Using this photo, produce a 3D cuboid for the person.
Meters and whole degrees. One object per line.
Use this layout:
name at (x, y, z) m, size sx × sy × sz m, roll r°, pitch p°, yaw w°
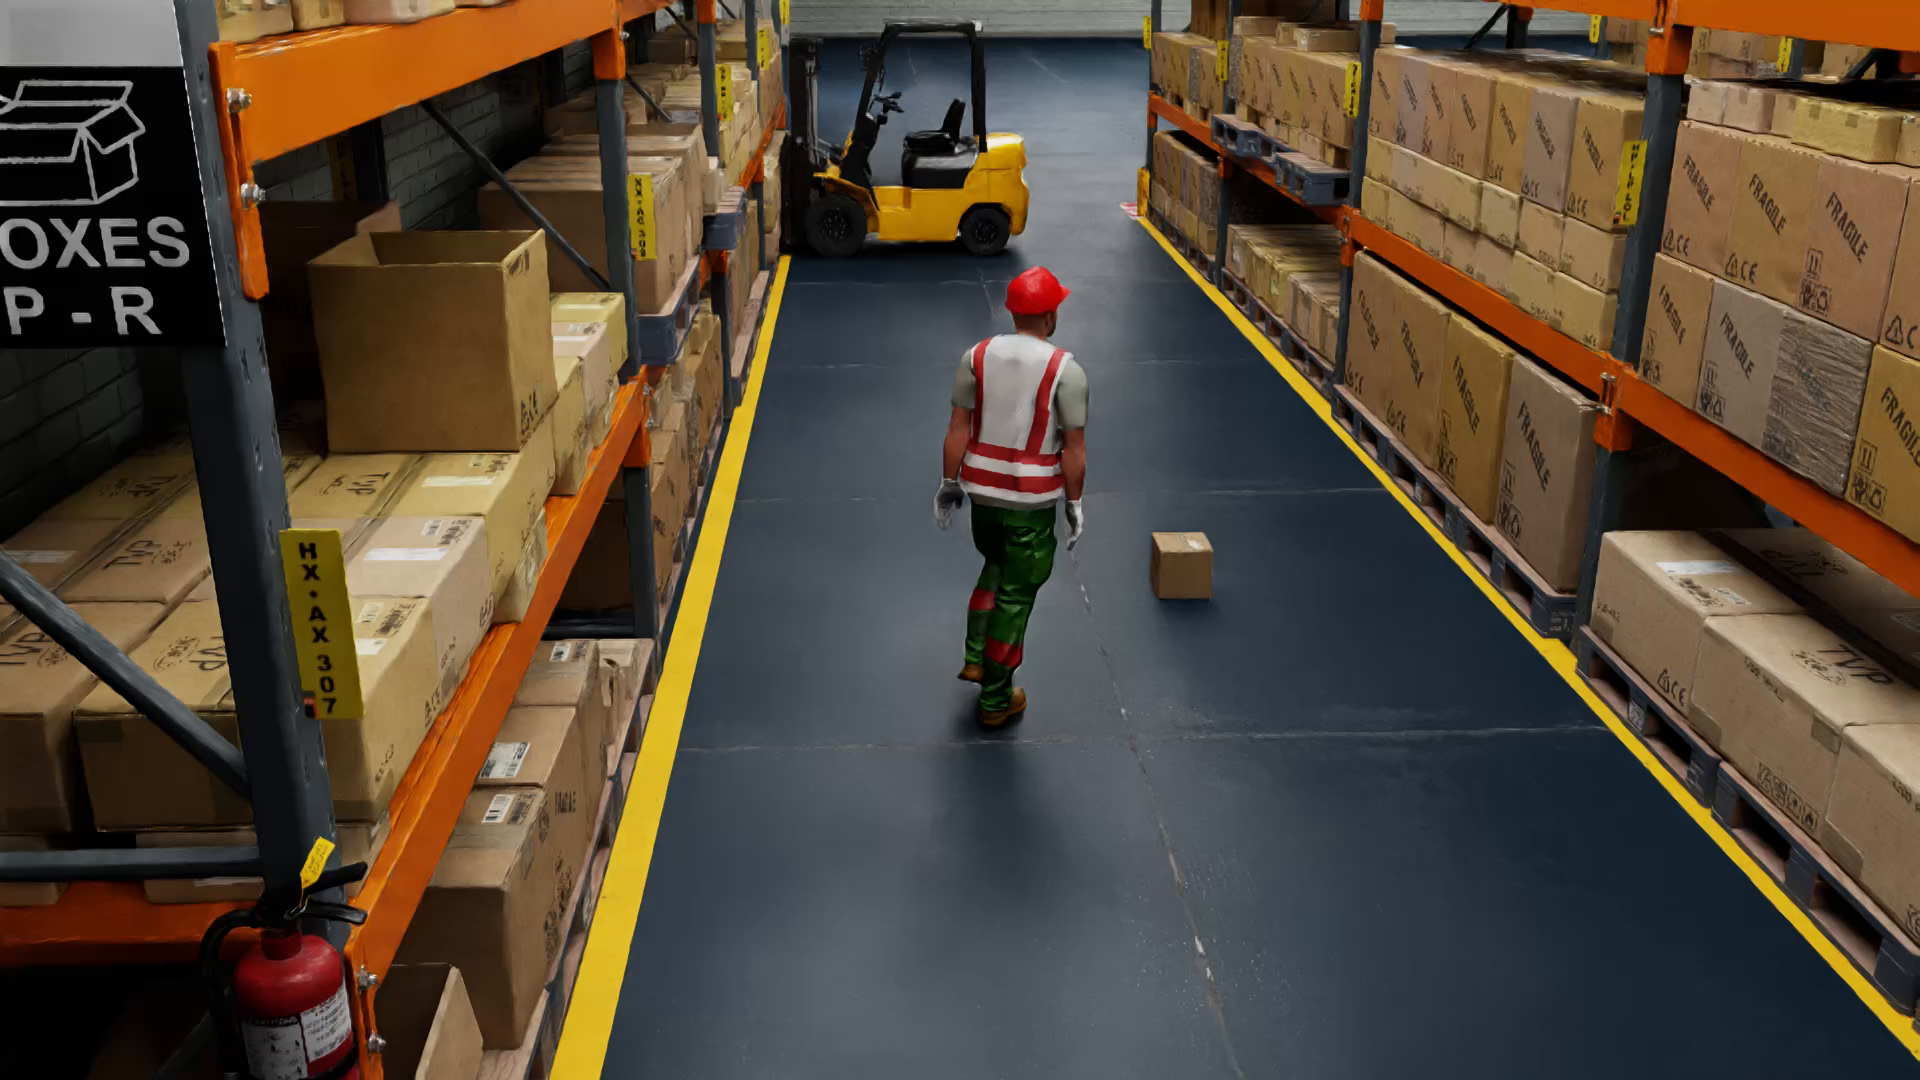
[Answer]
person at (0.214, -0.169, 6.447) m, size 0.581 × 1.772 × 0.497 m, roll 11°, pitch 23°, yaw 28°
